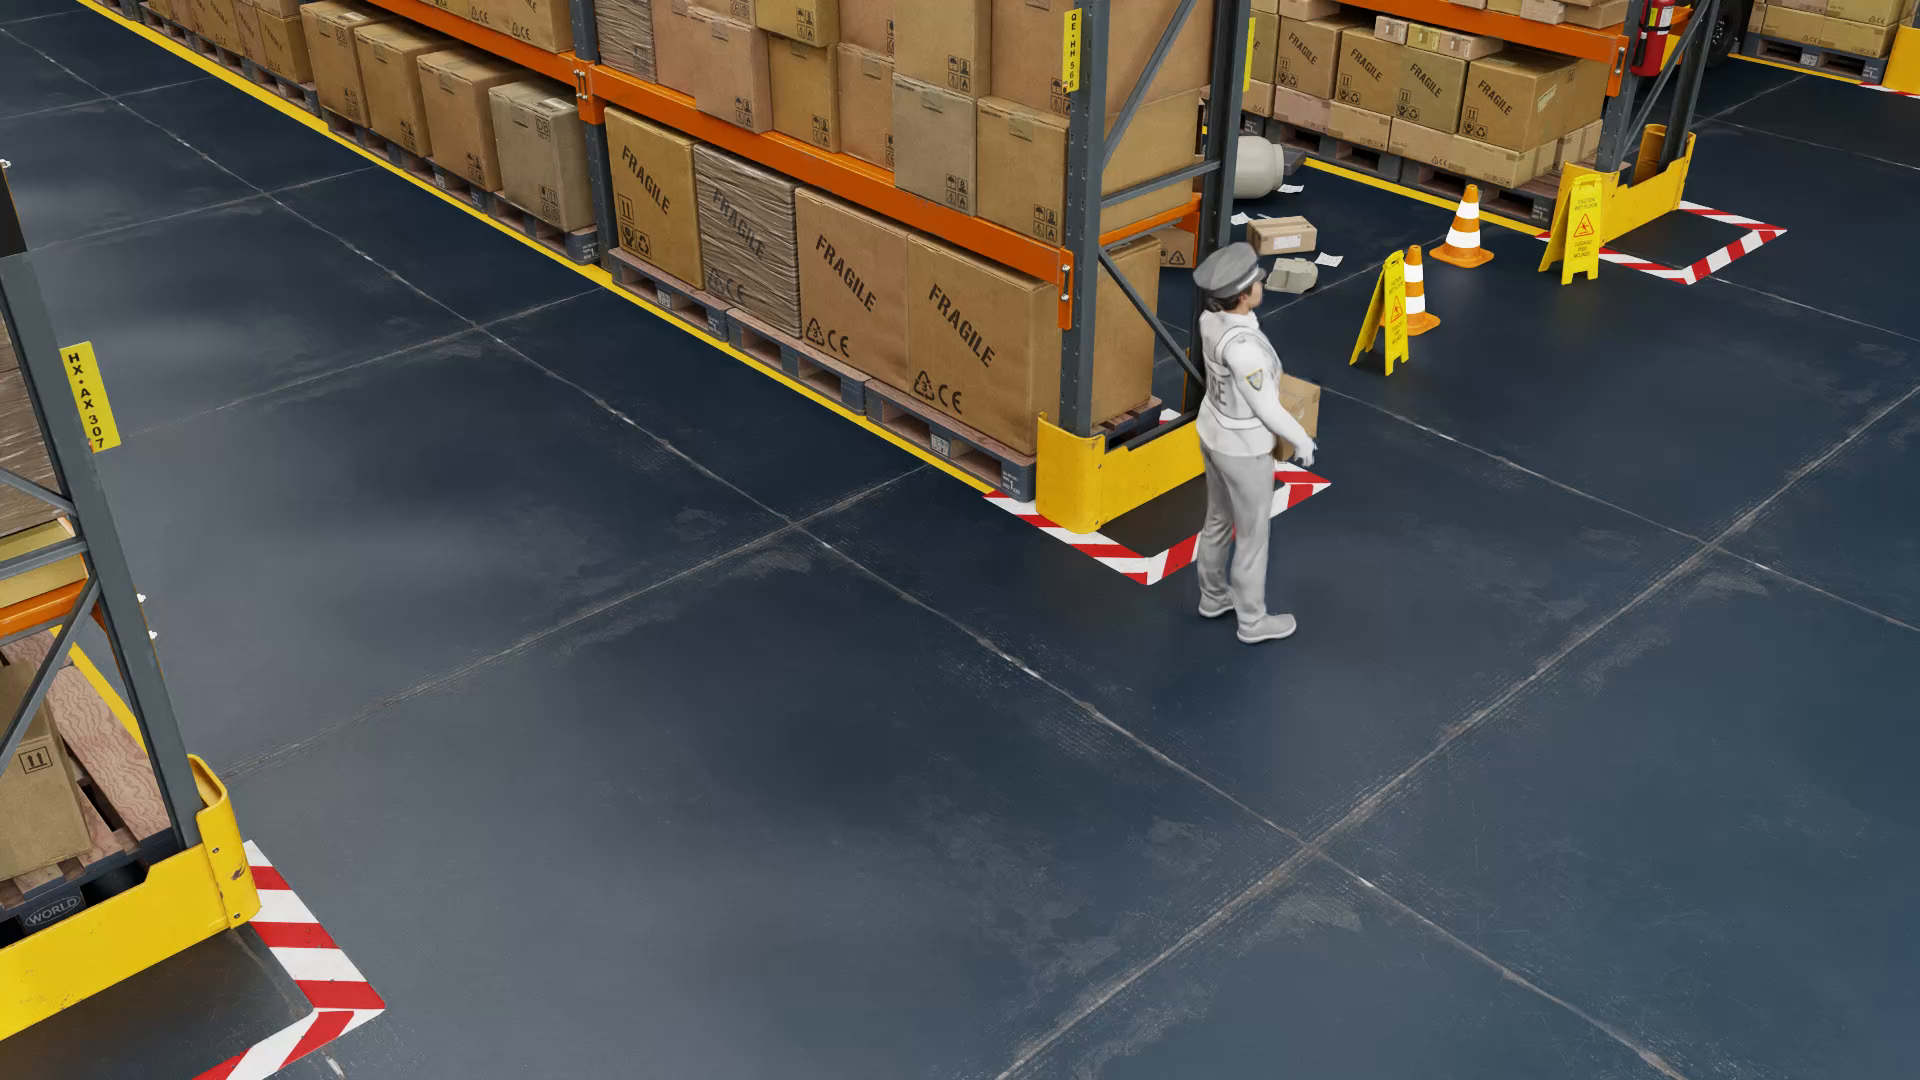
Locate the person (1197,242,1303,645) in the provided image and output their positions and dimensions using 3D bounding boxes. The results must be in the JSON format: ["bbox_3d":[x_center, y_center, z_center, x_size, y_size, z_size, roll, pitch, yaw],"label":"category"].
[{"bbox_3d":[1.201,-0.384,6.691,0.519,1.692,0.504,23,39,32],"label":"person"}]
